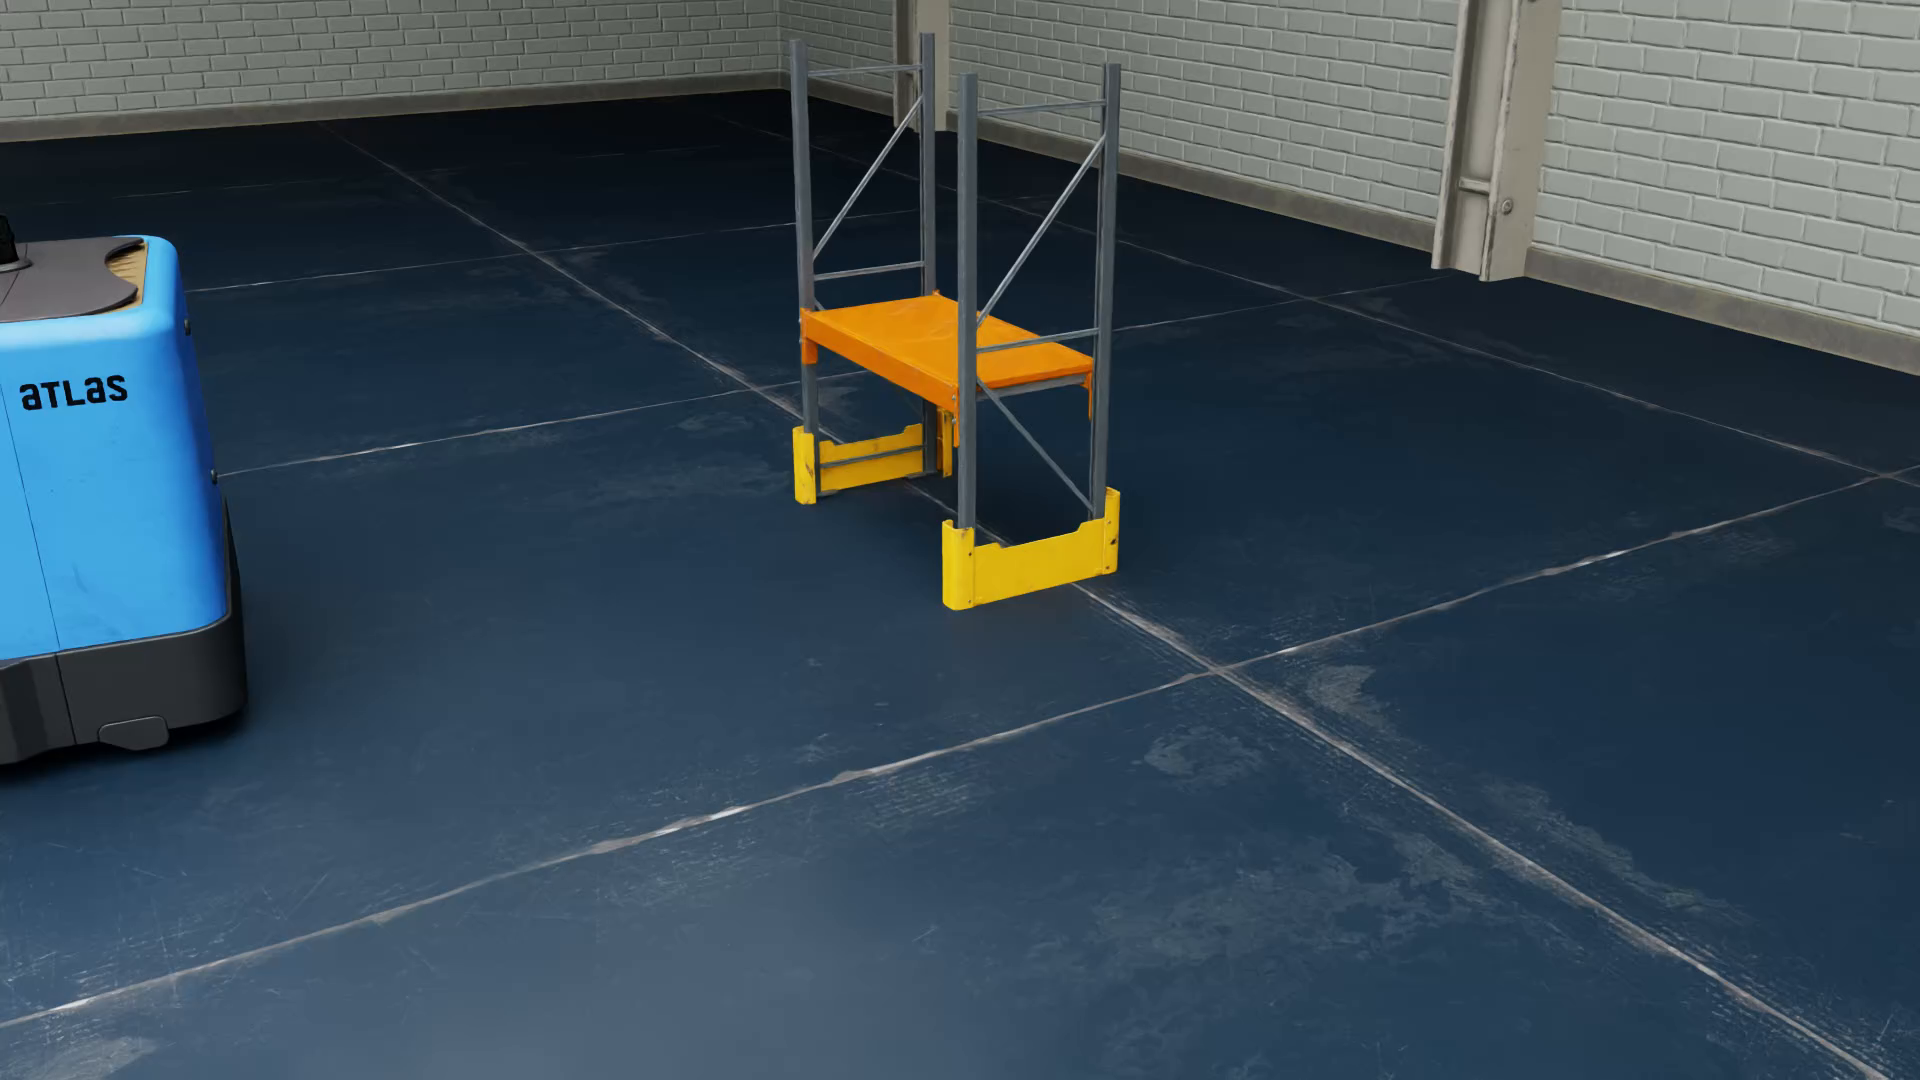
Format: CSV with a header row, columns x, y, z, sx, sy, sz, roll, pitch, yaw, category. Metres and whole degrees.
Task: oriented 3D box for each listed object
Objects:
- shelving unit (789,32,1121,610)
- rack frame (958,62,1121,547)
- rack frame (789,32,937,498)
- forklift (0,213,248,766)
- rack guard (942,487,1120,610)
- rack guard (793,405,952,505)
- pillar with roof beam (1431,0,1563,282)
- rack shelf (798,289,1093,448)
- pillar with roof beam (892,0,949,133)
x,y,z,sx,sy,sz,roll,pitch,yaw,category
-0.039,-0.719,5.090,0.587,1.500,1.083,-13,25,-28,shelving unit
0.216,-0.558,4.692,0.500,1.500,0.032,-13,25,-28,rack frame
-0.303,-0.887,5.502,0.500,1.500,0.032,-13,25,-28,rack frame
-3.336,-0.819,3.433,3.031,2.935,1.130,-9,24,-21,forklift
0.215,0.021,4.928,0.587,0.250,0.087,-13,25,-28,rack guard
-0.293,-0.302,5.722,0.587,0.250,0.087,-13,25,-28,rack guard
-0.951,-4.766,5.086,9.100,9.000,0.400,-13,25,-28,pillar with roof beam
-0.044,-0.556,5.165,0.538,0.185,1.000,-13,25,-28,rack shelf
-4.016,-6.708,9.865,9.100,9.000,0.400,-13,25,-28,pillar with roof beam
